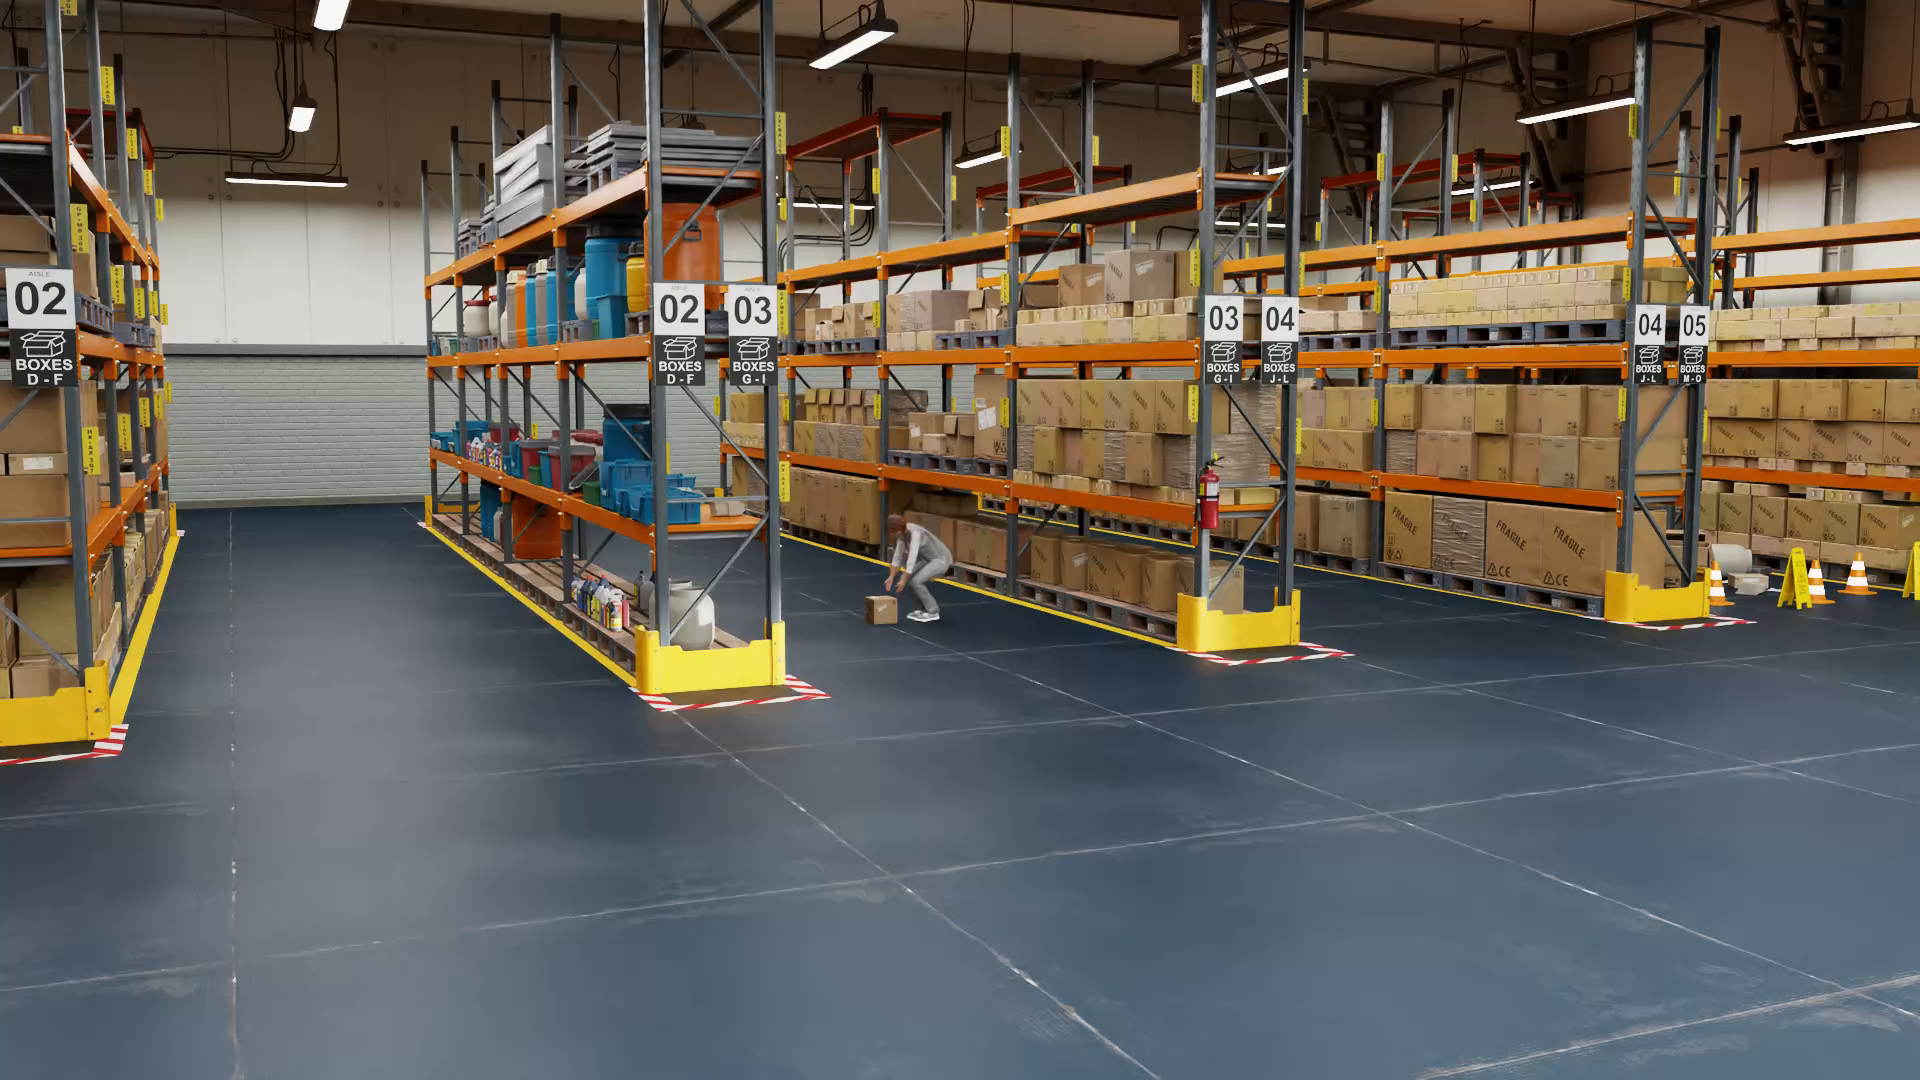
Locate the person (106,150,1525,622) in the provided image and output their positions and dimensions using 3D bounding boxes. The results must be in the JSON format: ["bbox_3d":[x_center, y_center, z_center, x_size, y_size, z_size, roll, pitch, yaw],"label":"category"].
[{"bbox_3d":[-4.087,-3.006,25.305,24.894,6.004,19.232,-2,6,-24],"label":"person"}]
